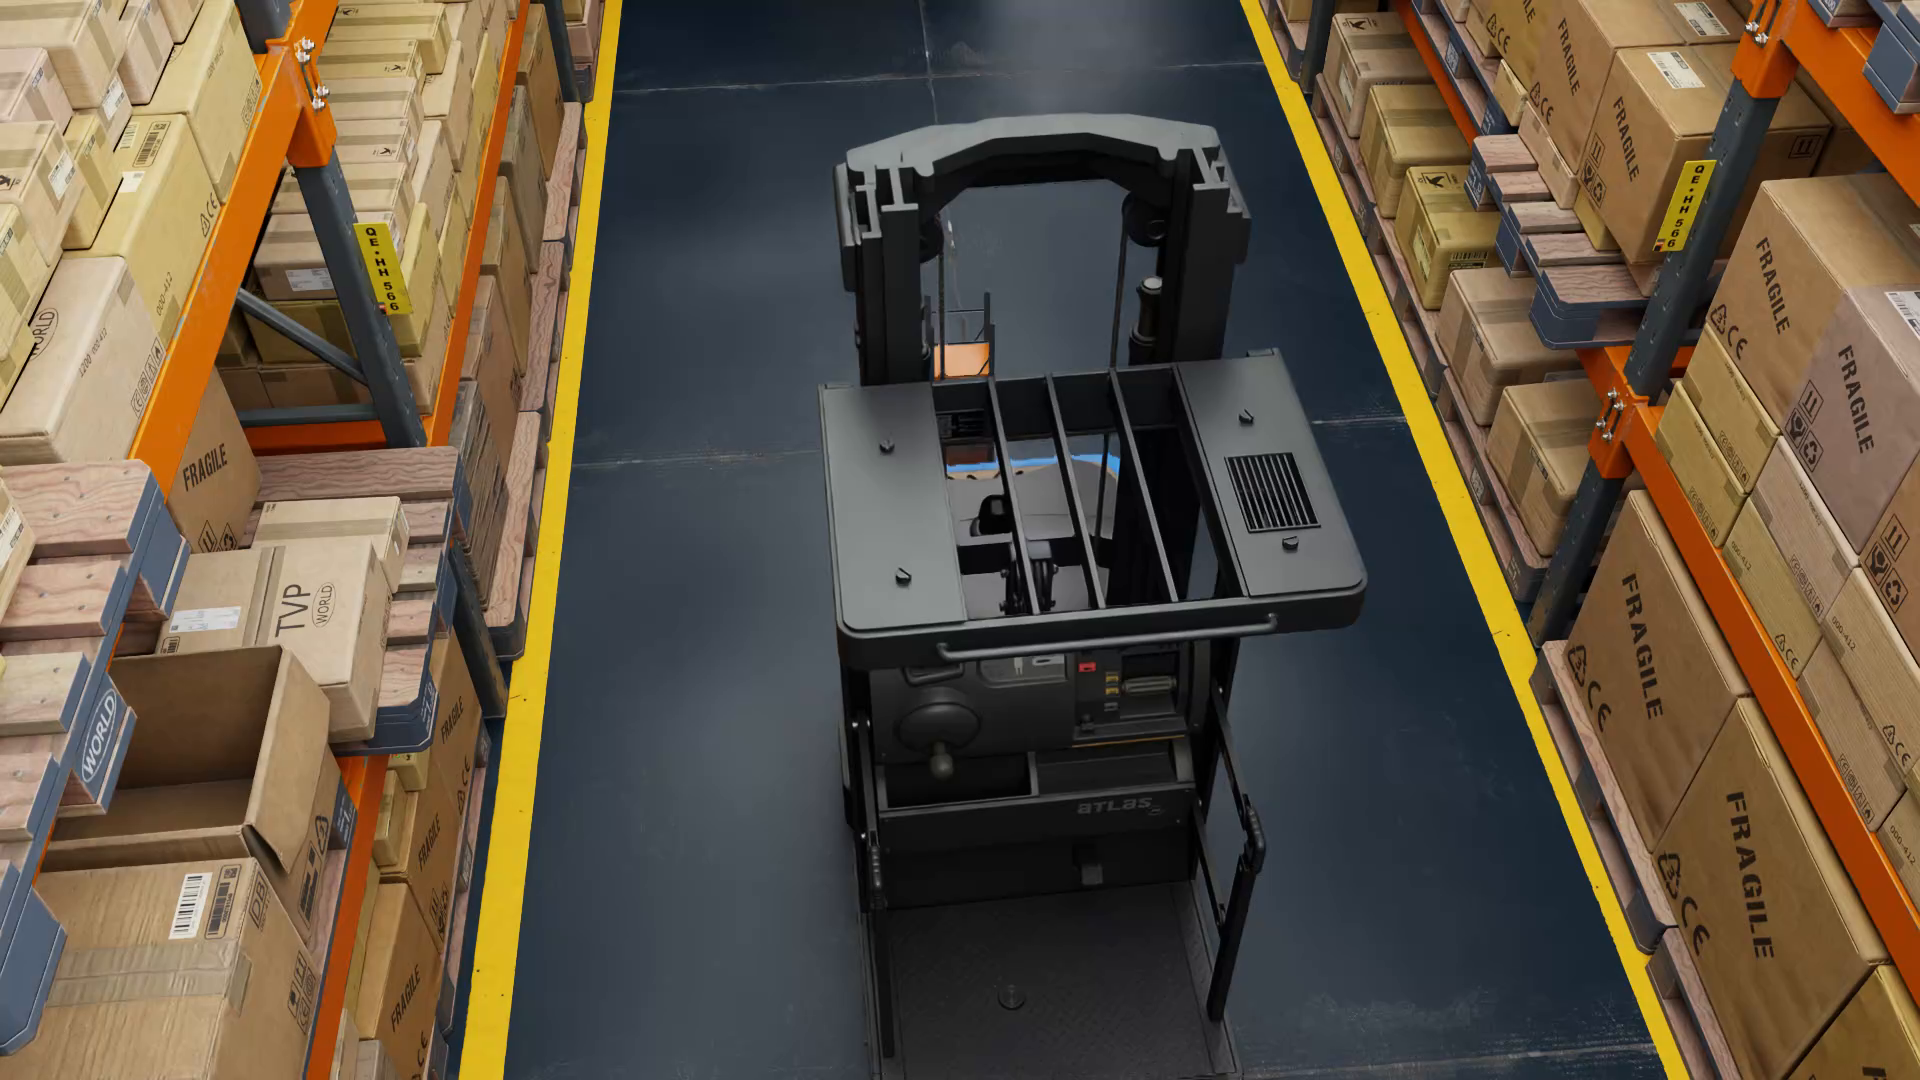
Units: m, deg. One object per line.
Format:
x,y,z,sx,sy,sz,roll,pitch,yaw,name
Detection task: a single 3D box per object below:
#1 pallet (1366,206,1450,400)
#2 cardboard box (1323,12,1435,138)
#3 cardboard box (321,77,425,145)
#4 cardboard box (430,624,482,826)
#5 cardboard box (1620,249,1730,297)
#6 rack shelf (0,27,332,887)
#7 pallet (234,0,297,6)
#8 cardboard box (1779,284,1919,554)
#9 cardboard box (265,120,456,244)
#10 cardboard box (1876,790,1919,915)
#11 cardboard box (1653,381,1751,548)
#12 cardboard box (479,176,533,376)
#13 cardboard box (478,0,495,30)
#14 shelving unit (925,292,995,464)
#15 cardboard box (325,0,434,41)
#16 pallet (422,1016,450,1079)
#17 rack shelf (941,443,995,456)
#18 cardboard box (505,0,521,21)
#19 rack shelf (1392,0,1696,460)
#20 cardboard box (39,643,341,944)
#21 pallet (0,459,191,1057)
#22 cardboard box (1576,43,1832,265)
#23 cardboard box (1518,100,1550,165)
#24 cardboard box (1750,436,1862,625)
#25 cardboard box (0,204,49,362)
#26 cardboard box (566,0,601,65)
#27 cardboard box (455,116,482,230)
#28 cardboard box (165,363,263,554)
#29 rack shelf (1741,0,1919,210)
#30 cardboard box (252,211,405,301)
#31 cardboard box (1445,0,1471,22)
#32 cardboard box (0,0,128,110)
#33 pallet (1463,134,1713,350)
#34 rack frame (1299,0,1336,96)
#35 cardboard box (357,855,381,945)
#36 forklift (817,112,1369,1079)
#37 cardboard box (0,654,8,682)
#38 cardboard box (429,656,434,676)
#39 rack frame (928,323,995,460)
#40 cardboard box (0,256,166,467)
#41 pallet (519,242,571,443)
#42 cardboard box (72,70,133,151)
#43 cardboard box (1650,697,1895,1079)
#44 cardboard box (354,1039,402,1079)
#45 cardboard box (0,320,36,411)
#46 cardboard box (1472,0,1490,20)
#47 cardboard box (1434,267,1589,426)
2.571,-1.164,7.844,1.003,0.211,1.213,-3,47,-3,pallet
2.446,-2.432,8.645,0.950,0.372,0.625,-3,47,-3,cardboard box
-2.050,-1.444,5.673,0.380,0.149,0.250,-3,47,-3,cardboard box
-1.962,0.636,5.651,0.500,0.500,0.500,-2,47,-2,cardboard box
2.472,-0.958,5.611,0.380,0.149,0.250,-2,47,-2,cardboard box
-2.044,0.290,2.975,1.077,0.370,4.000,-3,47,-3,rack shelf
-2.358,-1.825,4.613,1.213,0.211,1.003,-2,47,-1,pallet
2.583,-0.325,4.371,0.500,0.500,0.500,-3,47,-3,cardboard box
-2.046,-1.191,5.708,0.500,0.250,0.500,-2,47,-2,cardboard box
2.668,0.851,4.118,0.500,0.250,0.500,-3,47,-3,cardboard box
2.524,-0.256,5.166,0.500,0.250,0.500,-4,47,-4,cardboard box
-2.369,-1.112,7.220,0.875,0.625,0.625,-5,47,-5,cardboard box
-2.164,-2.305,6.763,0.500,0.250,0.500,-3,47,-3,cardboard box
-0.001,-0.423,6.461,0.258,1.200,0.189,-3,47,-3,shelving unit
-2.182,-1.994,6.193,0.380,0.149,0.250,-3,47,-3,cardboard box
-2.088,2.010,4.838,1.003,0.211,1.213,-3,47,-3,pallet
-0.001,-0.392,6.493,0.258,0.103,0.180,-3,47,-3,rack shelf
-2.196,-2.503,7.294,0.500,0.250,0.500,-4,47,-4,cardboard box
2.567,-1.877,7.093,1.077,0.370,4.000,-3,47,-3,rack shelf
-1.891,0.617,3.875,0.797,0.503,0.637,-4,47,-4,cardboard box
-1.951,0.328,2.573,1.213,0.211,1.003,-3,47,-3,pallet
2.419,-1.270,5.460,0.500,0.500,0.500,-5,47,-4,cardboard box
2.299,-1.509,6.134,0.380,0.149,0.250,-5,47,-5,cardboard box
2.573,-0.042,4.619,0.500,0.250,0.500,-2,47,-2,cardboard box
-1.780,-0.422,2.778,0.380,0.149,0.250,-3,47,-3,cardboard box
-2.257,-2.836,9.111,0.500,0.250,0.500,-3,47,-3,cardboard box
-2.093,-1.393,6.243,0.500,0.250,0.500,-5,47,-5,cardboard box
-2.324,-0.169,4.623,0.500,0.500,0.500,-2,47,-1,cardboard box
2.902,-0.014,3.263,1.077,0.370,4.000,-3,47,-3,rack shelf
-1.945,-0.878,5.137,0.380,0.149,0.250,-2,47,-2,cardboard box
2.212,-2.265,6.850,0.380,0.149,0.250,-2,47,-2,cardboard box
-1.899,-0.975,3.302,0.380,0.149,0.250,-5,47,-5,cardboard box
2.568,-1.120,6.013,1.213,0.211,1.003,-3,47,-3,pallet
2.399,-3.571,8.202,1.000,3.000,0.127,-3,47,-3,rack frame
-1.909,1.044,4.817,0.380,0.149,0.250,-2,47,-2,cardboard box
0.246,0.523,4.372,1.130,2.935,3.031,-5,47,-5,forklift
-1.606,0.234,2.348,0.380,0.149,0.250,-2,47,-2,cardboard box
-1.918,0.462,5.369,0.380,0.149,0.250,-6,47,-5,cardboard box
0.006,-0.357,6.398,0.240,1.200,0.006,-3,47,-3,rack frame
-1.842,-0.270,3.114,0.500,0.250,0.500,-3,47,-3,cardboard box
-2.341,-0.892,7.586,1.003,0.211,1.213,-3,47,-3,pallet
-1.943,-0.867,3.405,0.380,0.149,0.250,-3,47,-2,cardboard box
2.780,1.060,4.991,0.875,0.875,0.875,-3,47,-3,cardboard box
-1.822,1.751,4.594,0.500,0.500,0.500,-5,47,-5,cardboard box
-1.861,-0.315,2.882,0.380,0.149,0.250,-2,47,-2,cardboard box
2.277,-2.403,6.534,0.500,0.500,0.500,-5,47,-5,cardboard box
2.627,-0.860,7.156,0.950,0.372,0.625,-4,47,-4,cardboard box
